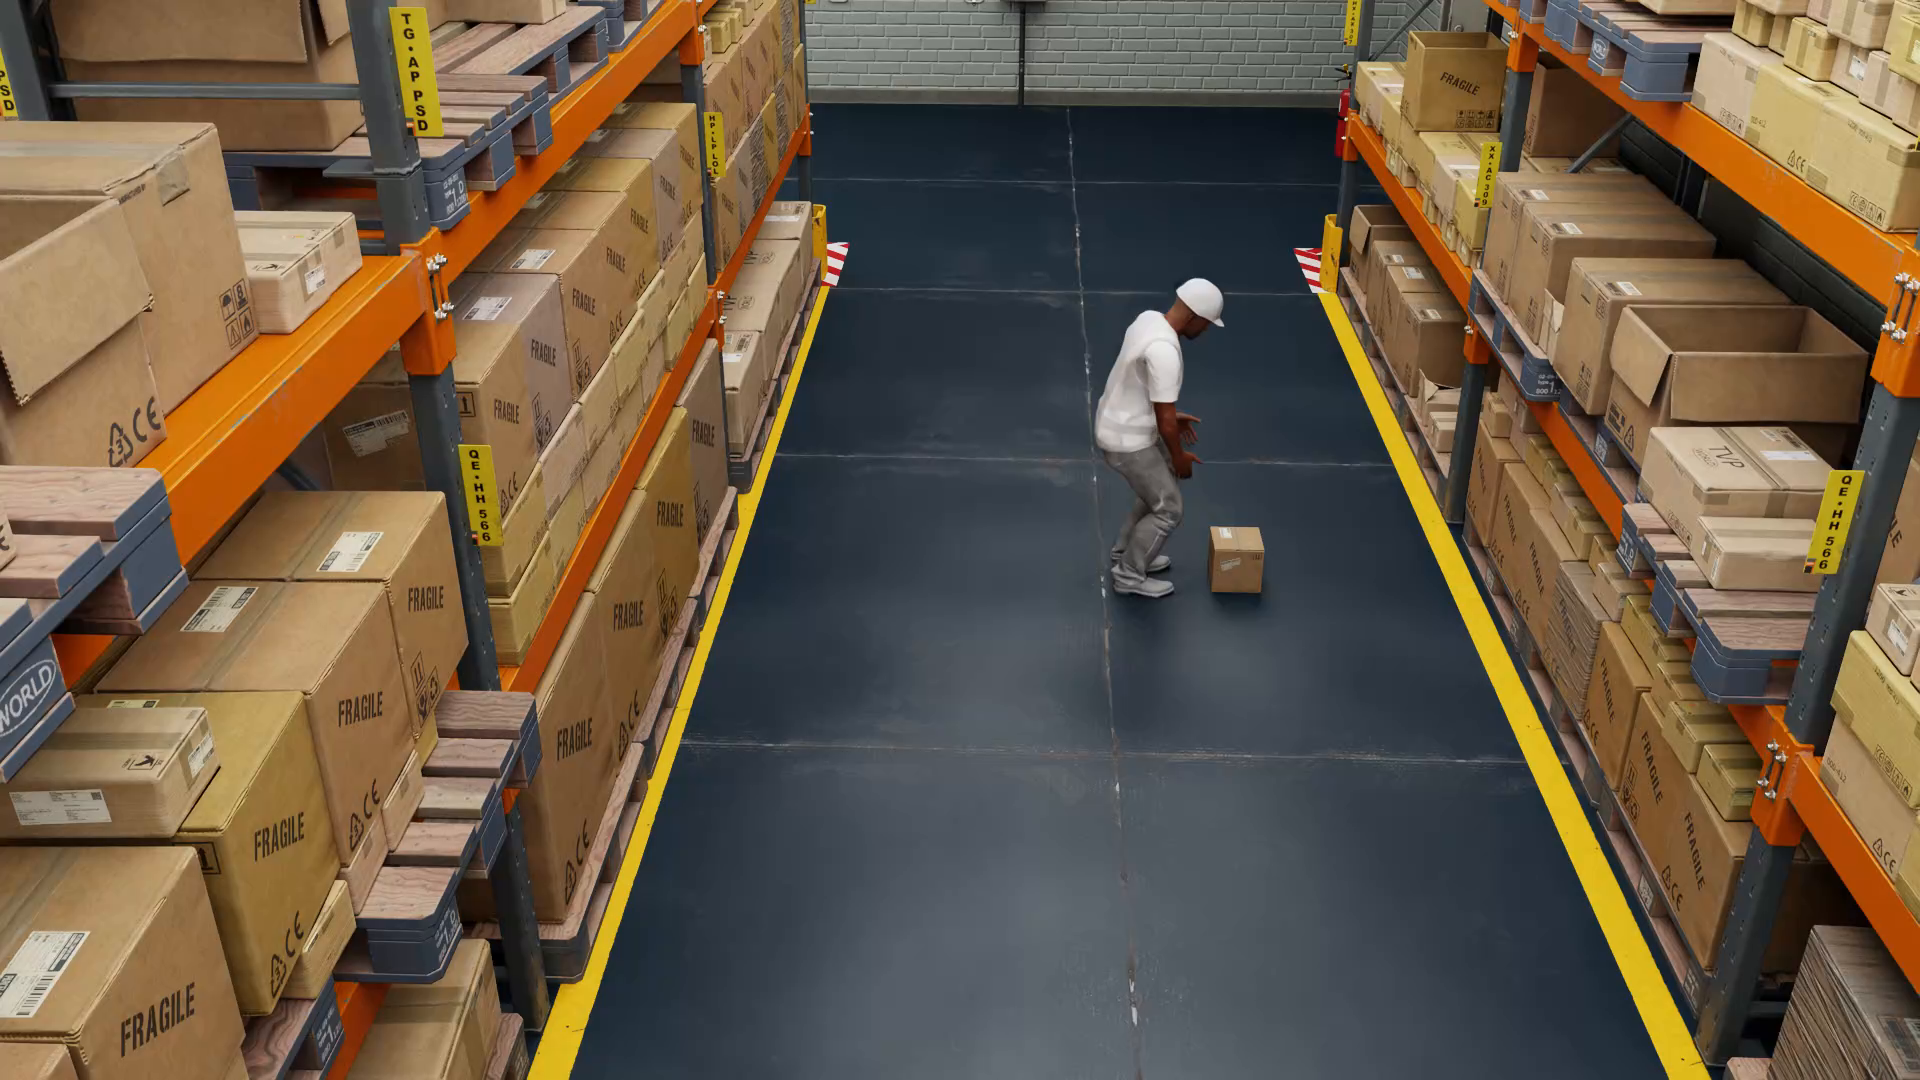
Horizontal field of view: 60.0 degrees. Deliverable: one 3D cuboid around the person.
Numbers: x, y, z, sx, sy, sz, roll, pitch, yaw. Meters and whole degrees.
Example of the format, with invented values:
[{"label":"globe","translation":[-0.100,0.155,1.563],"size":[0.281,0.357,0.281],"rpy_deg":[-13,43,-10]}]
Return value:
[{"label":"person","translation":[0.967,-0.526,8.260],"size":[0.599,1.613,0.616],"rpy_deg":[1,28,3]}]
